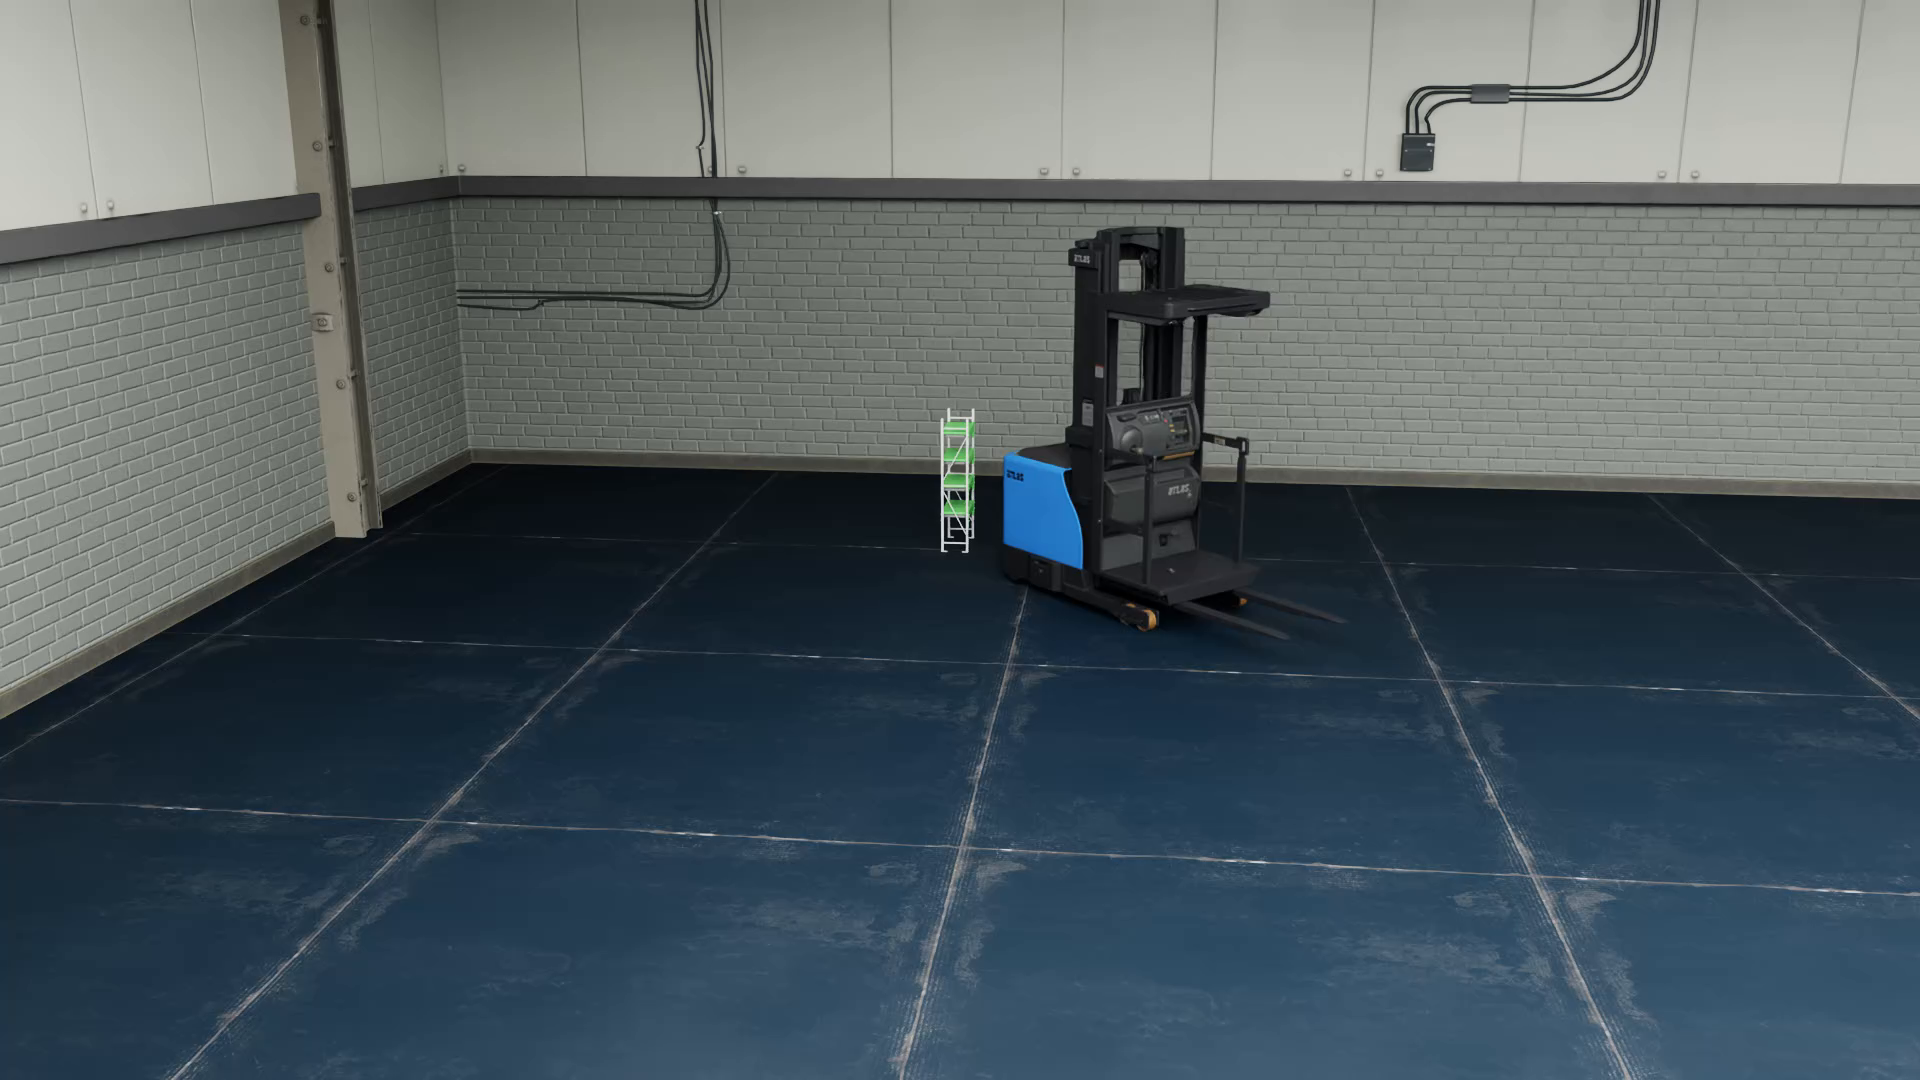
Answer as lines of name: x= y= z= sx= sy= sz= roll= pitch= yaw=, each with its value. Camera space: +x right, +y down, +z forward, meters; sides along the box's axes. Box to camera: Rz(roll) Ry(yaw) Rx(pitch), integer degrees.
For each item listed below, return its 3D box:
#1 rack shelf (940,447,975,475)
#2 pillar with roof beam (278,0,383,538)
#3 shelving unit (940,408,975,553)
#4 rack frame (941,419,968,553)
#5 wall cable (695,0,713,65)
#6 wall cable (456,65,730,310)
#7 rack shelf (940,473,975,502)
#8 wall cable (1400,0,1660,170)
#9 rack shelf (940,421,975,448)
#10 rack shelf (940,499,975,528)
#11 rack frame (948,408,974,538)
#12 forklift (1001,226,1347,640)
rack shelf: x=-0.019 y=-0.706 z=14.801 sx=0.258 sy=0.148 sz=0.480 roll=2 pitch=15 yaw=6
pillar with roof beam: x=-1.315 y=-4.294 z=13.803 sx=9.100 sy=9.000 sz=0.400 roll=2 pitch=15 yaw=6
shelving unit: x=-0.019 y=-0.536 z=14.847 sx=0.258 sy=1.200 sz=0.503 roll=2 pitch=15 yaw=6
rack frame: x=-0.046 y=-0.473 z=14.613 sx=0.240 sy=1.200 sz=0.015 roll=2 pitch=15 yaw=6
wall cable: x=-1.258 y=-6.005 z=16.405 sx=3.097 sy=2.526 sz=0.112 roll=2 pitch=15 yaw=6
wall cable: x=-3.947 y=-3.647 z=17.358 sx=3.097 sy=2.526 sz=0.112 roll=2 pitch=15 yaw=6
rack shelf: x=-0.019 y=-0.475 z=14.863 sx=0.258 sy=0.148 sz=0.480 roll=2 pitch=15 yaw=6
wall cable: x=5.485 y=-6.504 z=15.460 sx=2.305 sy=6.003 sz=0.169 roll=2 pitch=15 yaw=6
rack shelf: x=-0.019 y=-0.938 z=14.738 sx=0.258 sy=0.148 sz=0.480 roll=2 pitch=15 yaw=6
rack shelf: x=-0.019 y=-0.243 z=14.926 sx=0.258 sy=0.148 sz=0.480 roll=2 pitch=15 yaw=6
rack frame: x=0.009 y=-0.600 z=15.081 sx=0.240 sy=1.200 sz=0.015 roll=2 pitch=15 yaw=6
forklift: x=1.637 y=-0.869 z=12.761 sx=1.130 sy=2.935 sz=3.031 roll=-11 pitch=19 yaw=-36
